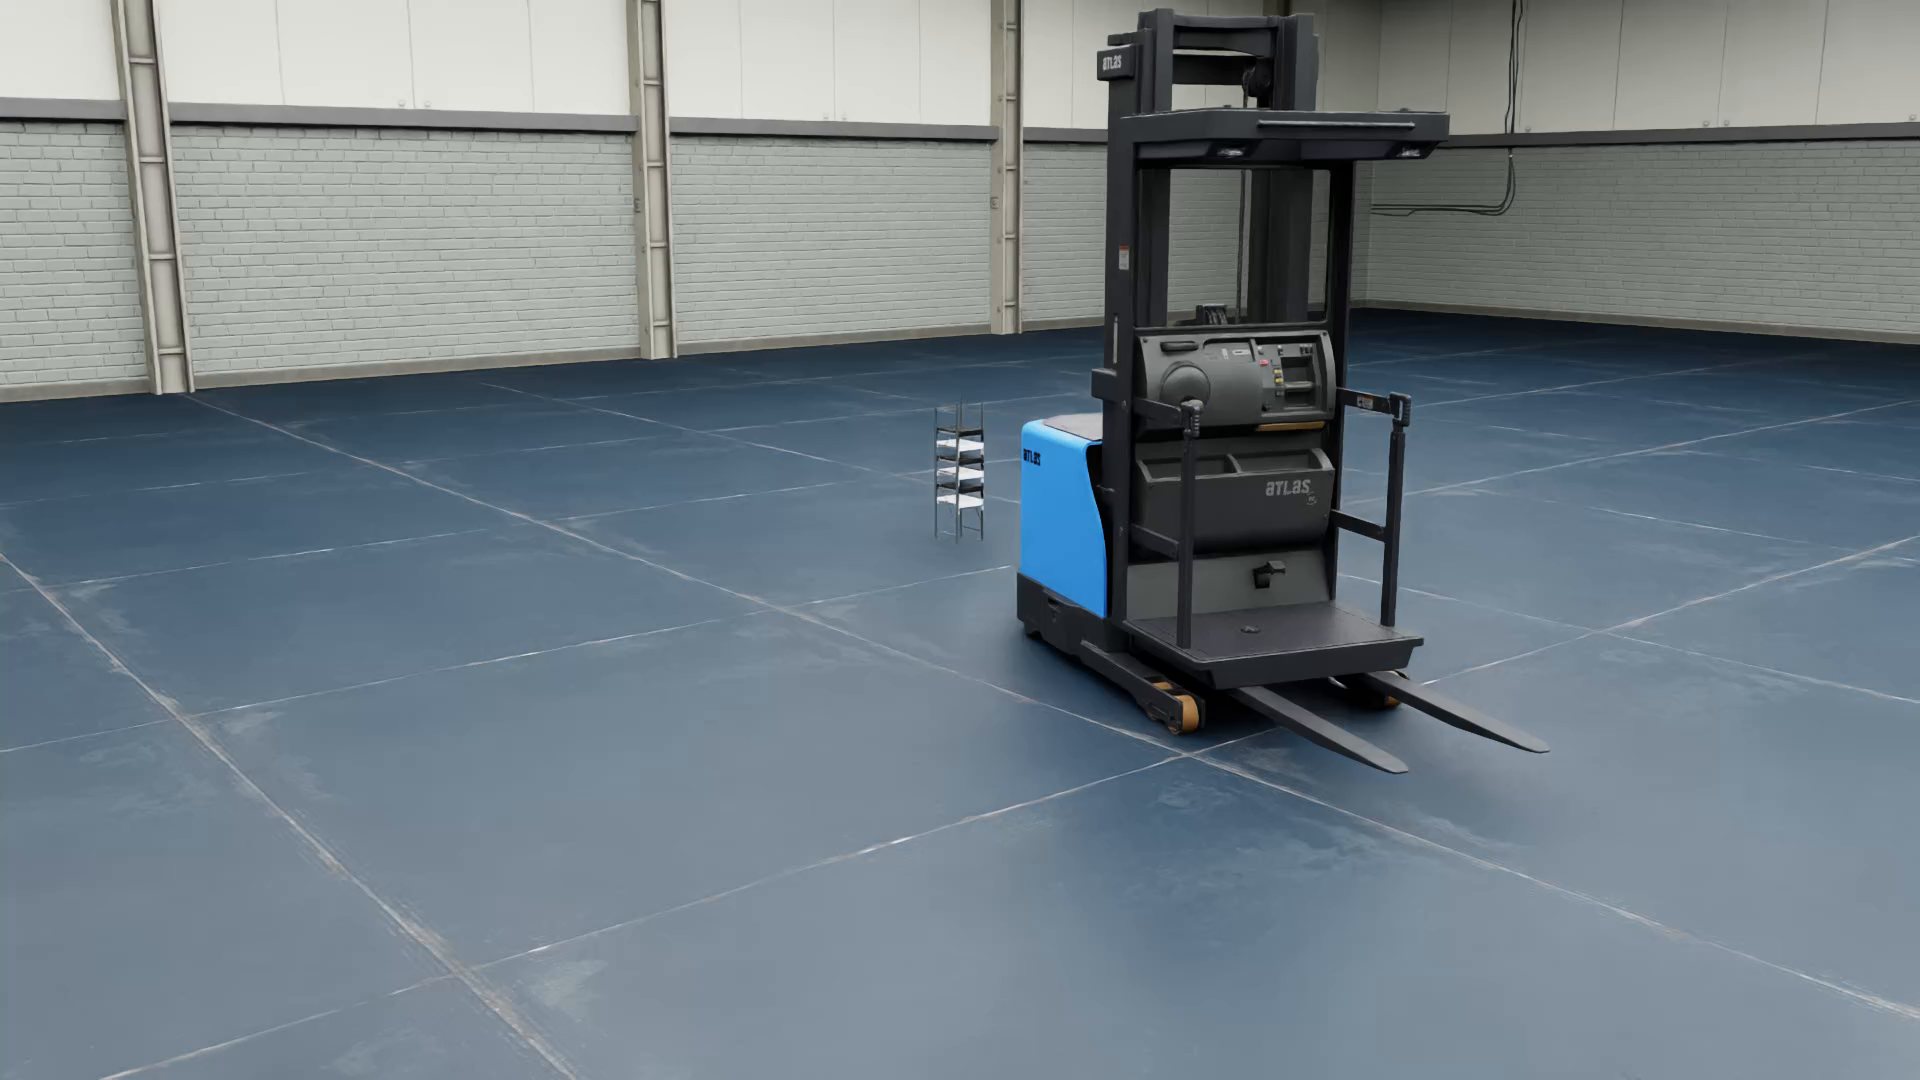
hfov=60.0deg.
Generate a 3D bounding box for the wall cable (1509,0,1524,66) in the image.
[{"bbox_3d":[10.205,-9.048,26.889,0.112,2.526,3.097,-9,15,-38],"label":"wall cable"}]

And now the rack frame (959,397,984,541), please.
[{"bbox_3d":[0.073,-0.452,10.592,0.006,0.900,0.240,-9,15,-38],"label":"rack frame"}]

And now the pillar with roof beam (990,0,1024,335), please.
[{"bbox_3d":[3.393,-6.890,21.413,0.400,9.000,9.100,-9,15,-38],"label":"pillar with roof beam"}]

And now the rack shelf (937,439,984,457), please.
[{"bbox_3d":[-0.006,-0.583,10.500,0.200,0.077,0.258,-9,15,-38],"label":"rack shelf"}]

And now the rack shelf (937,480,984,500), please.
[{"bbox_3d":[-0.006,-0.318,10.556,0.200,0.077,0.258,-9,15,-38],"label":"rack shelf"}]

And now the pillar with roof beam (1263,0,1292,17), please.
[{"bbox_3d":[8.078,-7.669,25.079,0.400,9.000,9.100,-9,15,-38],"label":"pillar with roof beam"}]

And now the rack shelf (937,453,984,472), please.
[{"bbox_3d":[-0.006,-0.495,10.519,0.200,0.077,0.258,-9,15,-38],"label":"rack shelf"}]

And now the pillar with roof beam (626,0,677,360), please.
[{"bbox_3d":[-1.292,-6.112,17.746,0.400,9.000,9.100,-9,15,-38],"label":"pillar with roof beam"}]

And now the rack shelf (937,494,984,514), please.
[{"bbox_3d":[-0.006,-0.230,10.575,0.200,0.077,0.258,-9,15,-38],"label":"rack shelf"}]

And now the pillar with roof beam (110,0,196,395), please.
[{"bbox_3d":[-5.977,-5.333,14.080,0.400,9.000,9.100,-9,15,-38],"label":"pillar with roof beam"}]

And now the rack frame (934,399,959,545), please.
[{"bbox_3d":[-0.086,-0.426,10.468,0.006,0.900,0.240,-9,15,-38],"label":"rack frame"}]

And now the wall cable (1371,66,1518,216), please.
[{"bbox_3d":[8.515,-7.016,29.480,0.112,2.526,3.097,-9,15,-38],"label":"wall cable"}]

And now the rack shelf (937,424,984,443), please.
[{"bbox_3d":[-0.006,-0.671,10.481,0.200,0.077,0.258,-9,15,-38],"label":"rack shelf"}]

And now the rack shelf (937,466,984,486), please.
[{"bbox_3d":[-0.006,-0.407,10.537,0.200,0.077,0.258,-9,15,-38],"label":"rack shelf"}]

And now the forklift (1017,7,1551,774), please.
[{"bbox_3d":[1.284,-0.728,7.002,1.130,2.935,3.031,-4,13,-20],"label":"forklift"}]

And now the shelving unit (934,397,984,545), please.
[{"bbox_3d":[-0.006,-0.439,10.530,0.210,0.900,0.258,-9,15,-38],"label":"shelving unit"}]
